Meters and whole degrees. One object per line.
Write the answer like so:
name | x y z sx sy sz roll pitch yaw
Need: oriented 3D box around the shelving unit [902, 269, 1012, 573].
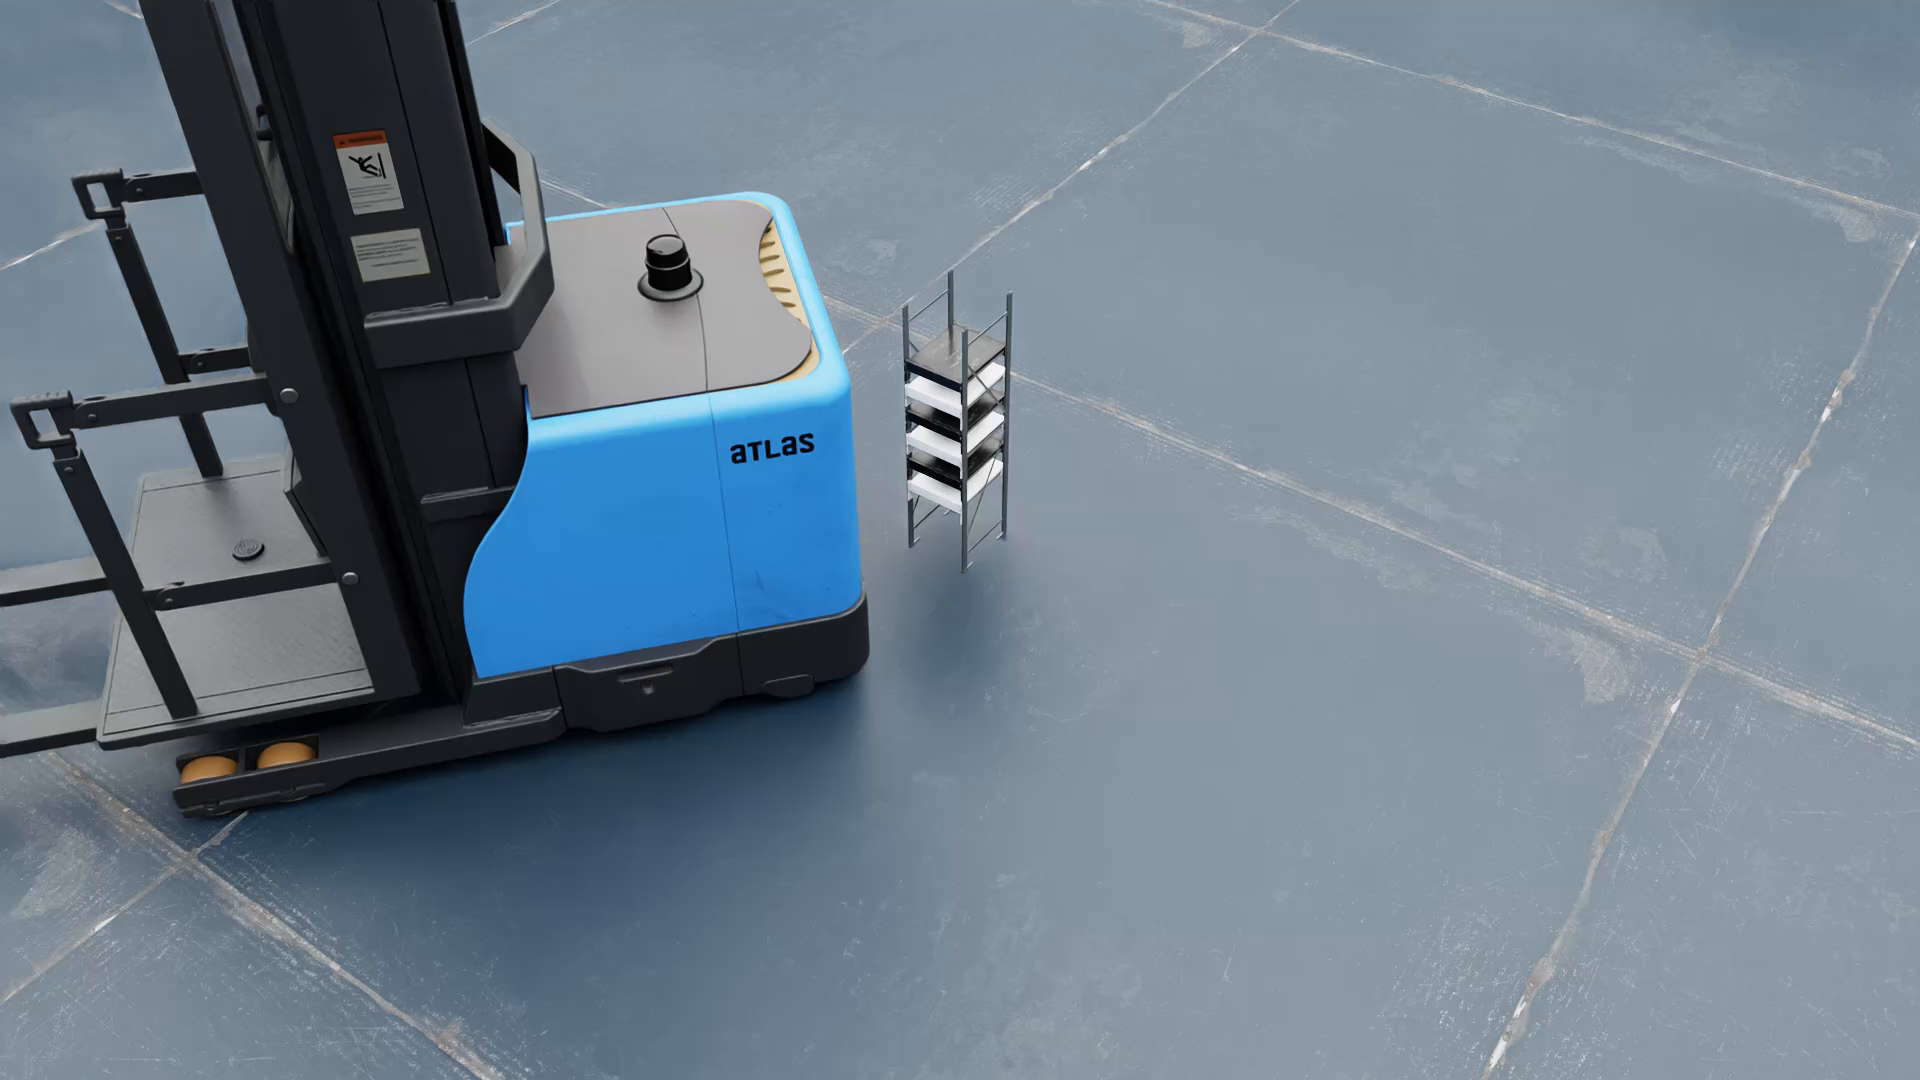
shelving unit | -0.007 -0.338 4.953 0.210 0.900 0.258 25 48 25

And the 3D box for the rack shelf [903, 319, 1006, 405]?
rack shelf | -0.007 -0.515 4.796 0.200 0.077 0.258 25 48 25

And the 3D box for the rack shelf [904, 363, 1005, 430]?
rack shelf | -0.007 -0.448 4.856 0.200 0.077 0.258 25 48 25

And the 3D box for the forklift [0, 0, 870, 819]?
forklift | -1.835 -0.749 3.889 3.031 2.935 1.130 -10 43 -11

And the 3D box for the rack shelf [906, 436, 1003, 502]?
rack shelf | -0.007 -0.247 5.036 0.200 0.077 0.258 25 48 25

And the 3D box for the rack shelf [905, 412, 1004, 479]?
rack shelf | -0.007 -0.314 4.976 0.200 0.077 0.258 25 48 25

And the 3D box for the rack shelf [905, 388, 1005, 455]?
rack shelf | -0.007 -0.381 4.916 0.200 0.077 0.258 25 48 25

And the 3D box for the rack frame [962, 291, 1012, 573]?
rack frame | 0.077 -0.300 4.910 0.006 0.900 0.240 25 48 25

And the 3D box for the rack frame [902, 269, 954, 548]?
rack frame | -0.090 -0.377 4.997 0.006 0.900 0.240 25 48 25

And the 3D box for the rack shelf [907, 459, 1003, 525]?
rack shelf | -0.007 -0.179 5.096 0.200 0.077 0.258 25 48 25
